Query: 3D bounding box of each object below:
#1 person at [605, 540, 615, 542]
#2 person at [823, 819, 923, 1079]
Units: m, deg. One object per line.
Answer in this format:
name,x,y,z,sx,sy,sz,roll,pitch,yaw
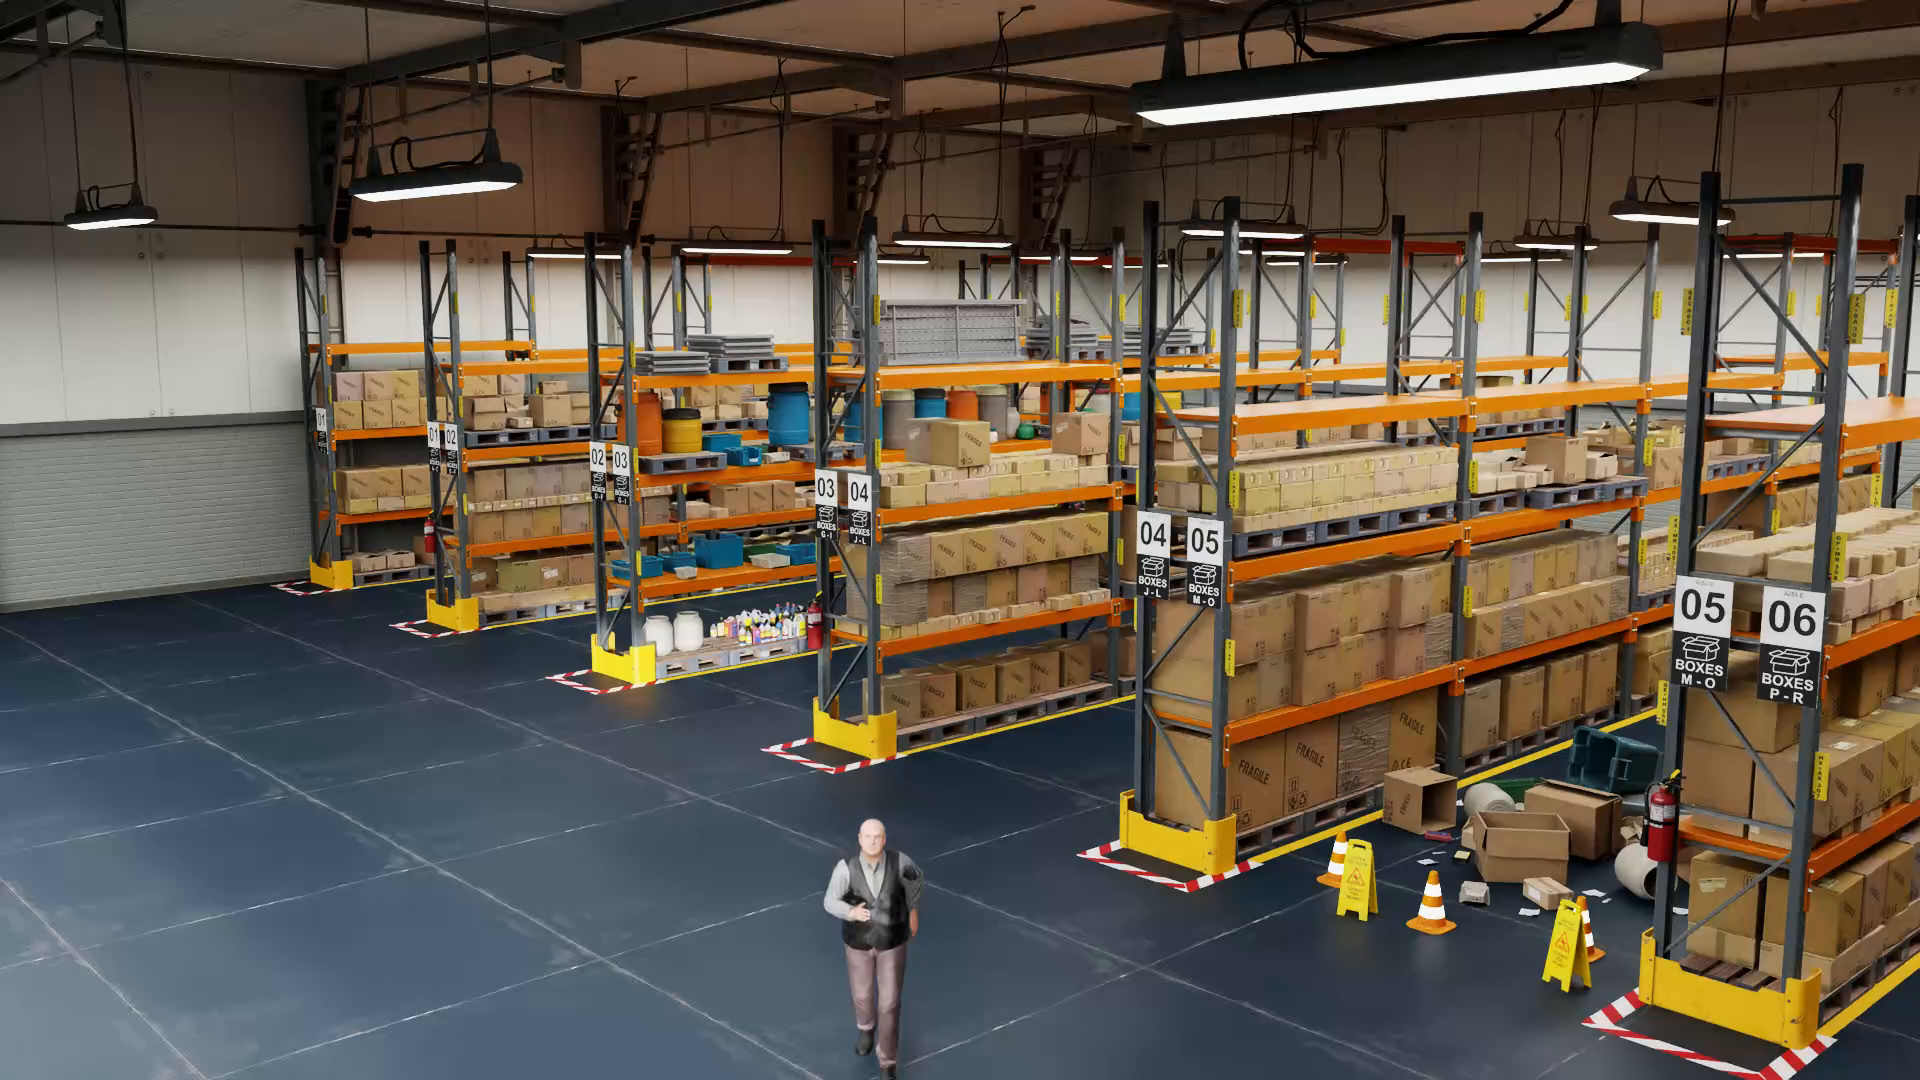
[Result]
person,-6.375,-0.031,29.776,0.532,1.666,0.667,-7,11,-39
person,-0.574,2.714,11.030,0.645,1.794,0.797,0,8,0
